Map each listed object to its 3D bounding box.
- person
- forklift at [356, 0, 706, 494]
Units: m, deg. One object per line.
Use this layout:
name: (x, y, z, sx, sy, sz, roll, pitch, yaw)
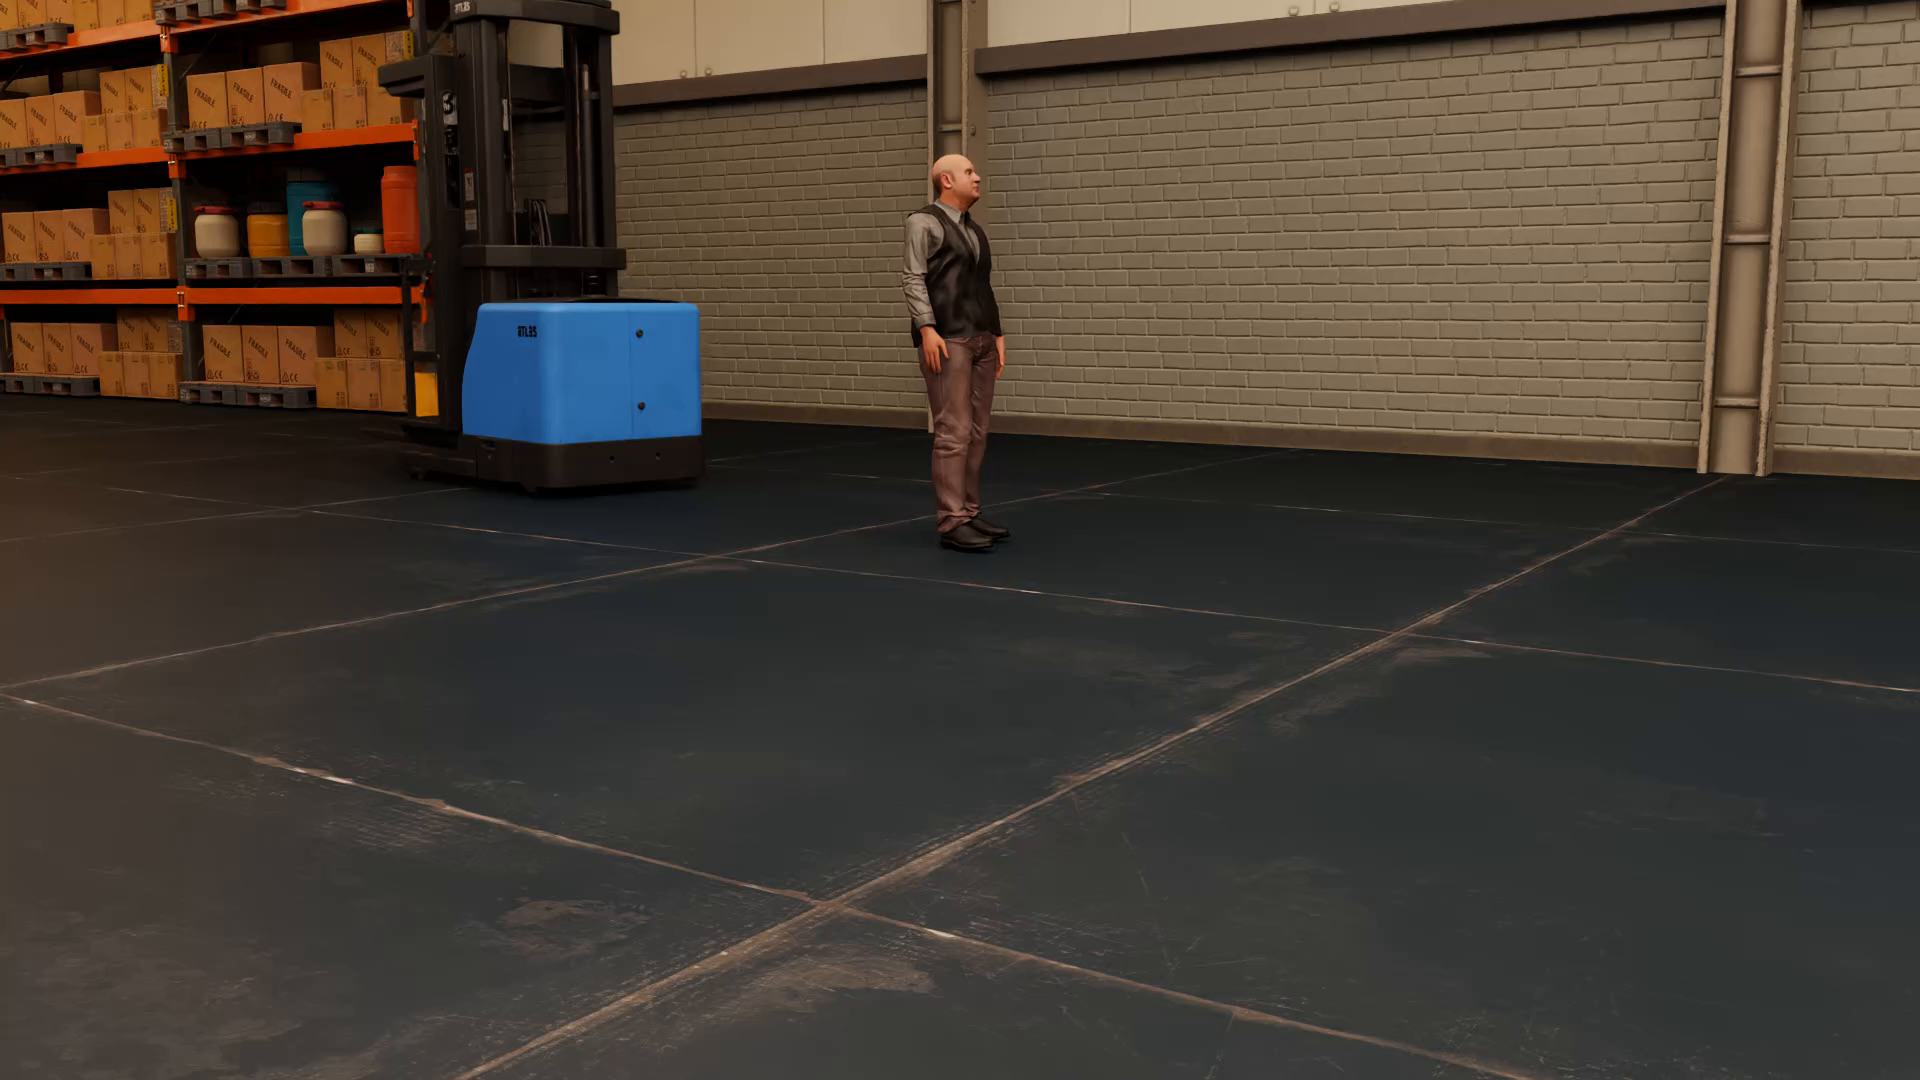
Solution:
person: (0.048, -0.854, 7.441, 0.566, 1.722, 0.633, 5, 10, 34)
forklift: (-2.856, -1.864, 10.301, 1.130, 2.935, 3.031, -7, 11, -42)
